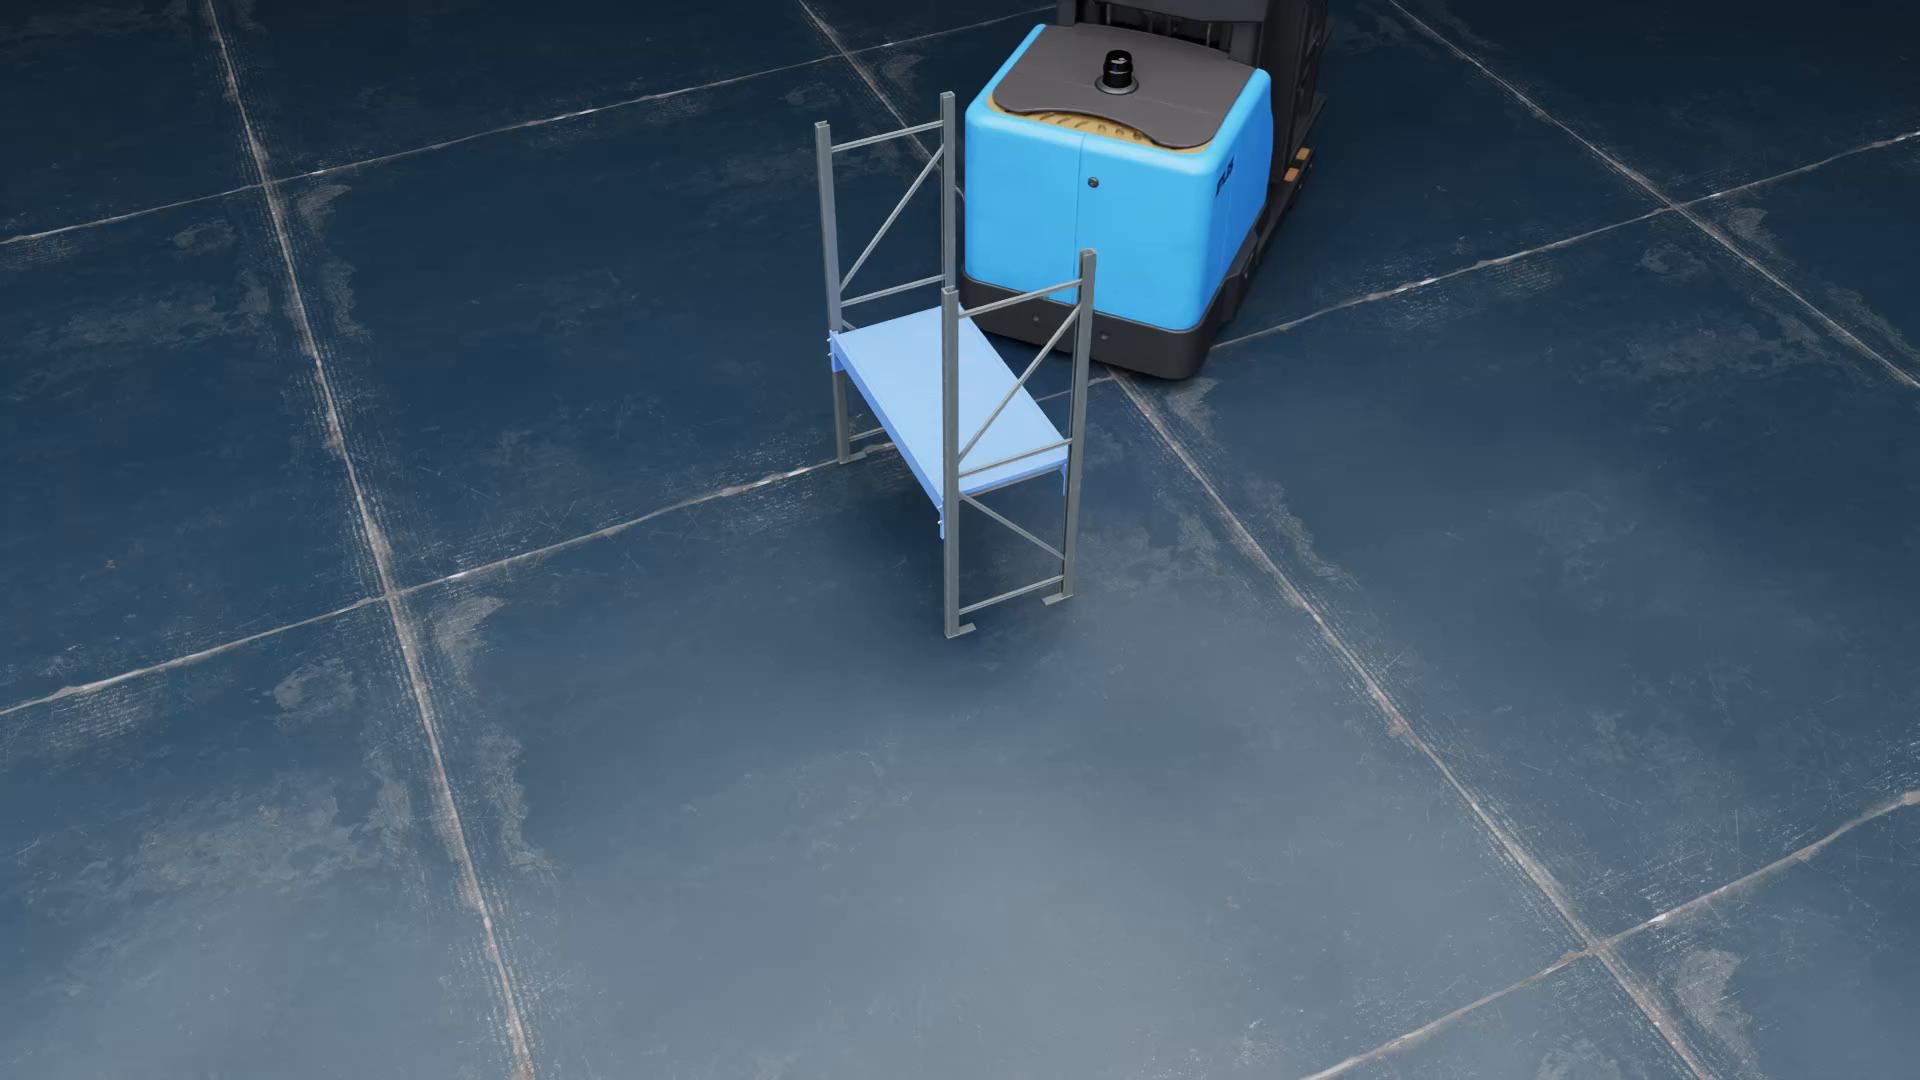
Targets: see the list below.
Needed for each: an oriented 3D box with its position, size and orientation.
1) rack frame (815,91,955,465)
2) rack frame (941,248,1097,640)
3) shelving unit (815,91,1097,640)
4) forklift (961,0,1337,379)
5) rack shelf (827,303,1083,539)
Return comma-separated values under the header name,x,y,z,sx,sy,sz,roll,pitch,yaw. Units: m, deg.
name,x,y,z,sx,sy,sz,roll,pitch,yaw
rack frame,-0.250,-0.912,6.107,0.500,1.500,0.032,-18,47,-17
rack frame,0.178,-0.264,5.450,0.500,1.500,0.032,-18,47,-17
shelving unit,-0.036,-0.588,5.778,0.538,1.500,1.048,-18,47,-17
forklift,1.056,-2.748,6.948,1.130,2.935,3.031,17,47,16
rack shelf,-0.036,-0.460,5.905,0.538,0.185,1.000,-18,47,-17
